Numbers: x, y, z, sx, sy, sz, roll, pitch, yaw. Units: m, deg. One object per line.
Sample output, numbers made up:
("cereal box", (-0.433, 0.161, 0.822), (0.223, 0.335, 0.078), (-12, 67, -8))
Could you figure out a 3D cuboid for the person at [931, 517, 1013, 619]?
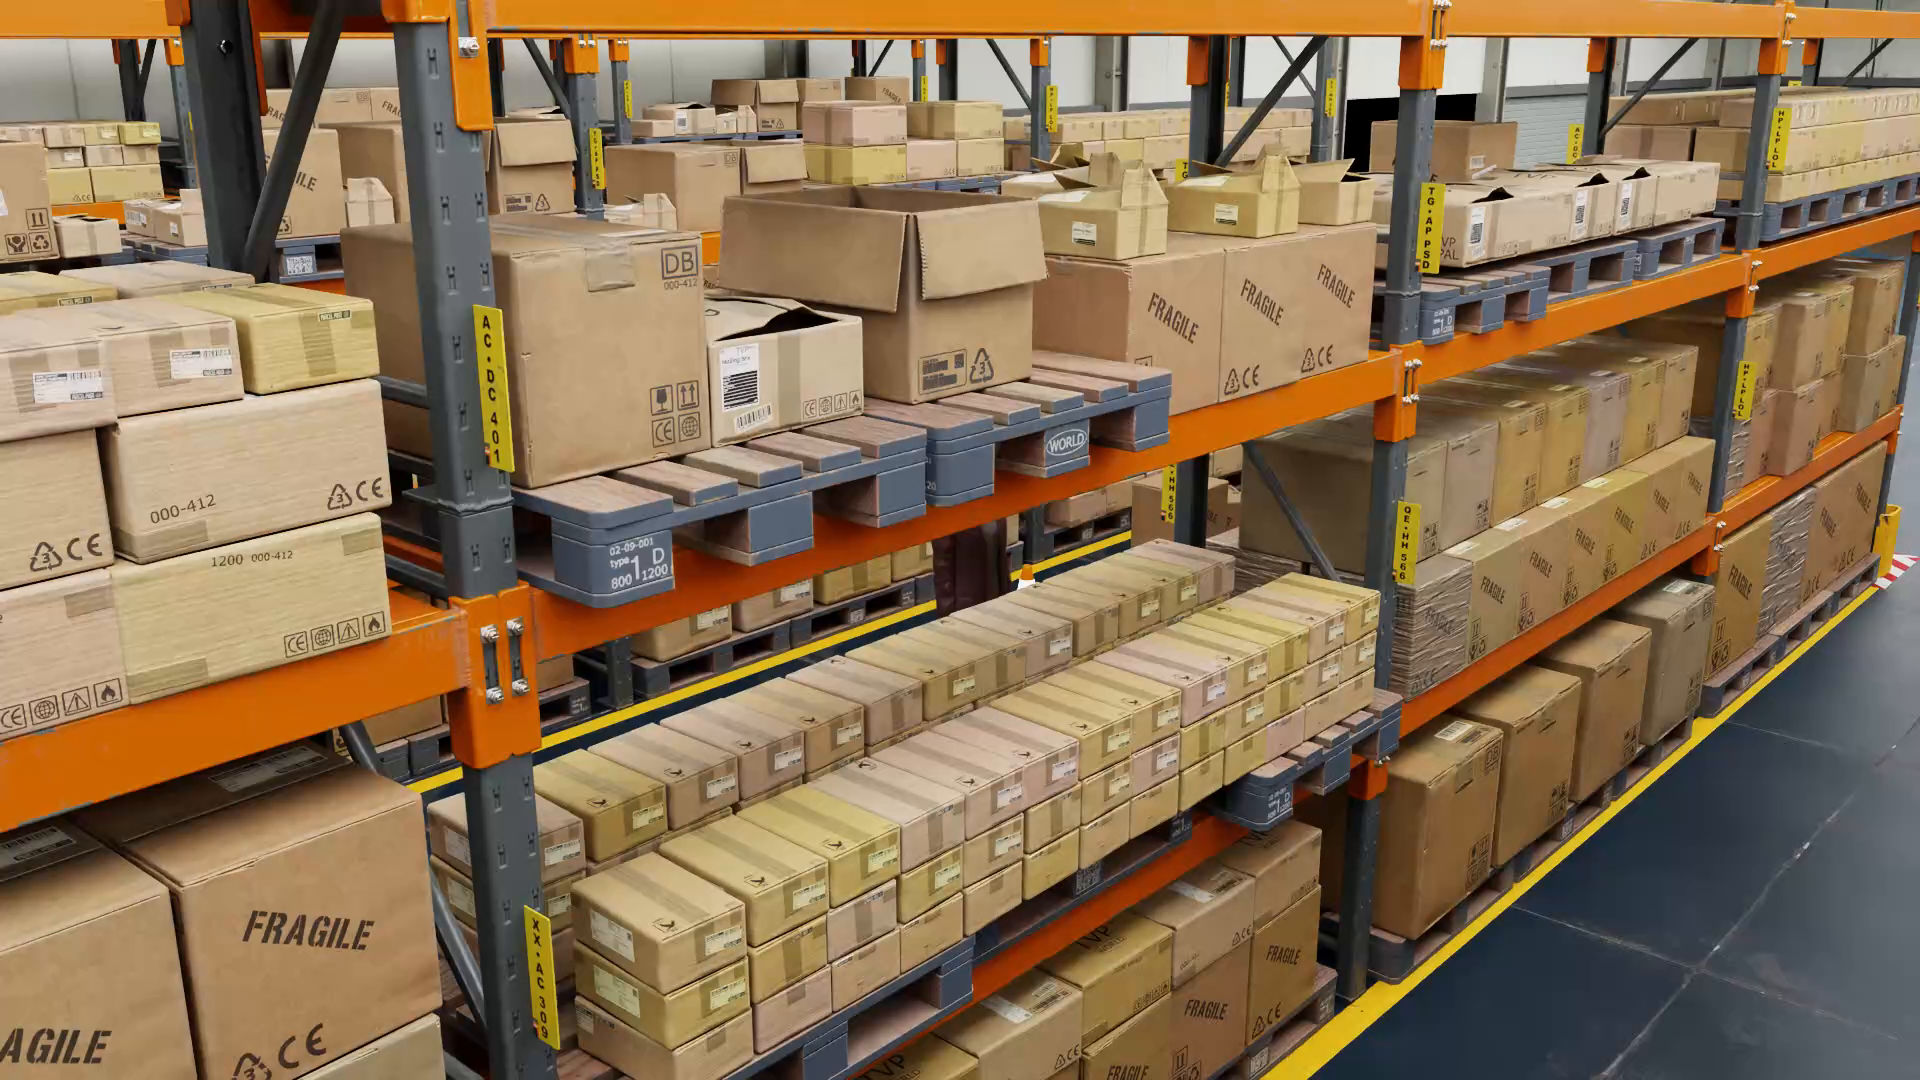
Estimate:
("person", (0.101, 0.373, 9.327), (0.396, 1.776, 0.563), (15, 22, 41))
